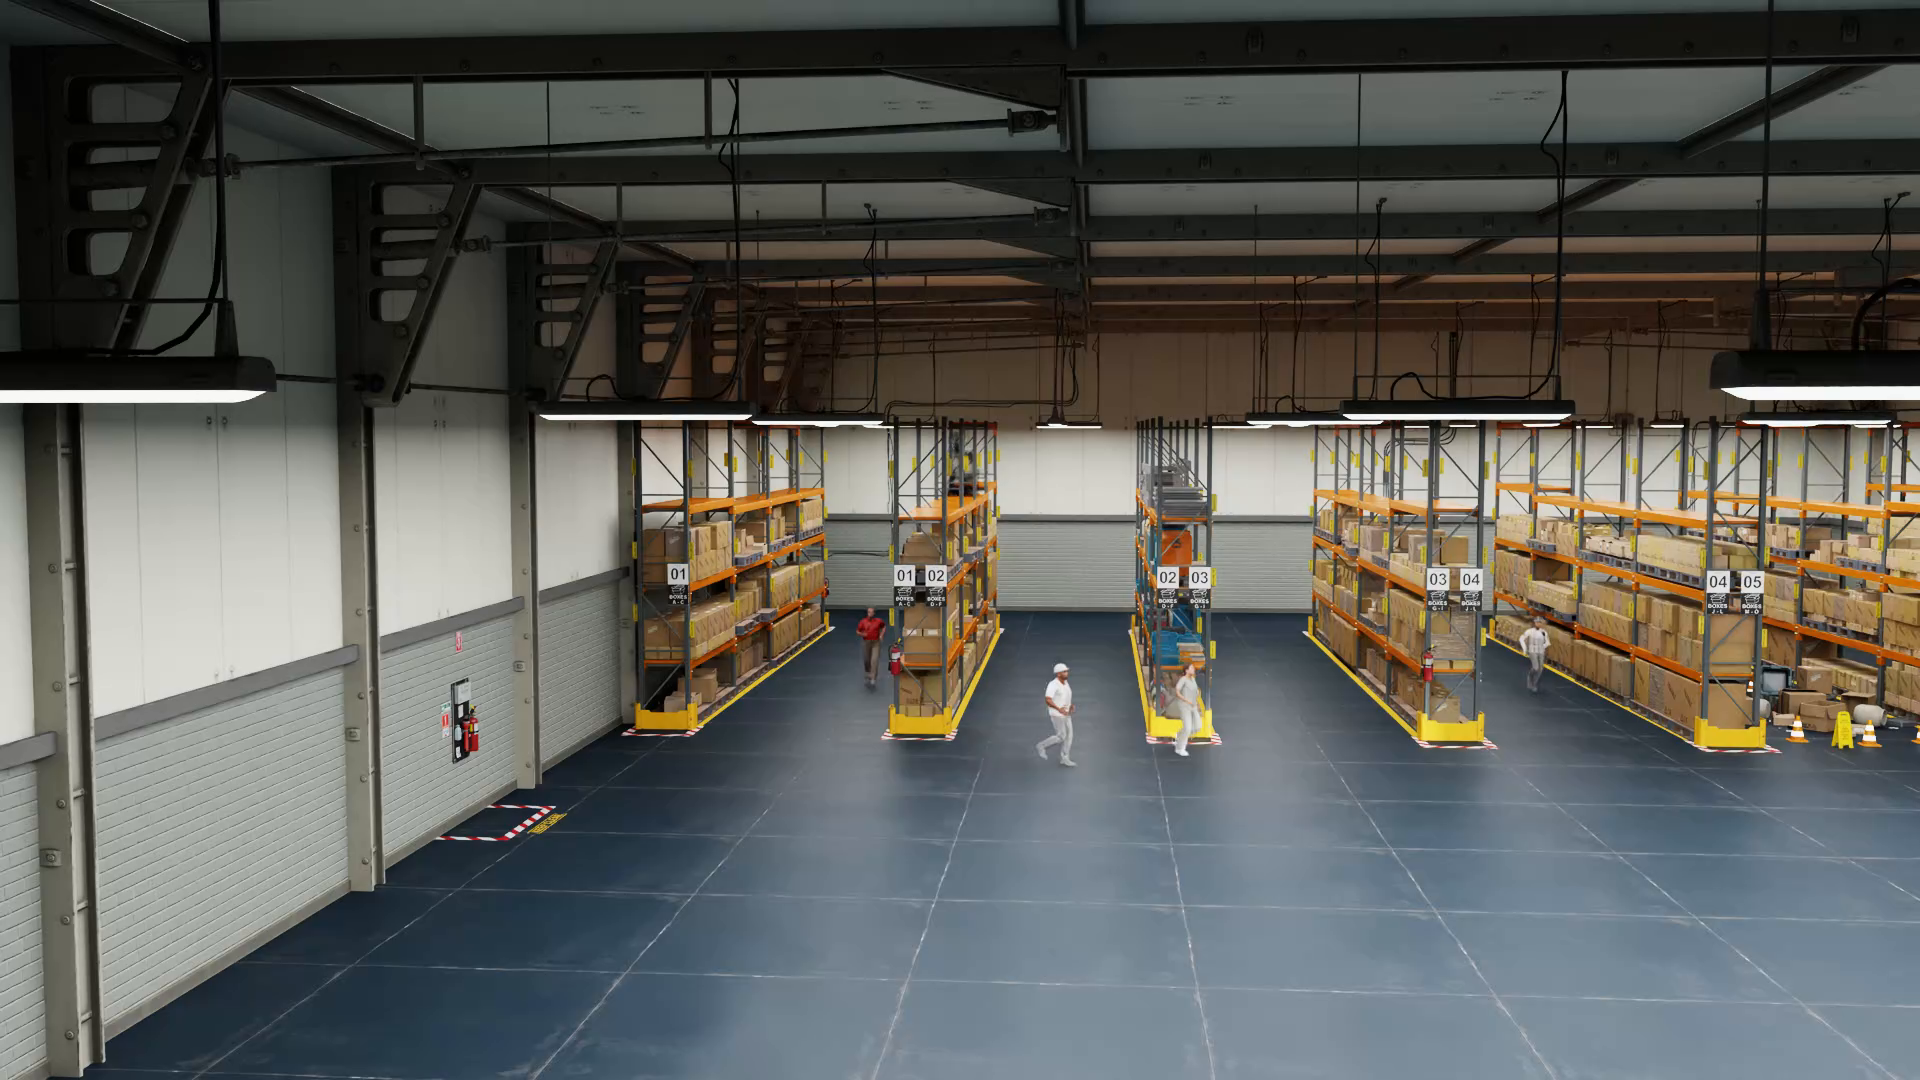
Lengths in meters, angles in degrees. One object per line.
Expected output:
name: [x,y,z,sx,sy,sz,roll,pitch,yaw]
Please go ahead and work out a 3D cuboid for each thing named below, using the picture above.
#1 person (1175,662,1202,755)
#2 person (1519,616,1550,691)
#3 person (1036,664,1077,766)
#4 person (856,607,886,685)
person: [4.061,2.997,29.577,0.578,1.621,0.535,-3,5,-43]
person: [12.660,2.494,36.493,0.593,1.660,0.616,0,4,-3]
person: [1.683,2.991,28.589,0.719,1.755,0.726,2,4,29]
person: [-2.010,2.374,37.599,0.665,1.699,1.010,0,4,-3]
